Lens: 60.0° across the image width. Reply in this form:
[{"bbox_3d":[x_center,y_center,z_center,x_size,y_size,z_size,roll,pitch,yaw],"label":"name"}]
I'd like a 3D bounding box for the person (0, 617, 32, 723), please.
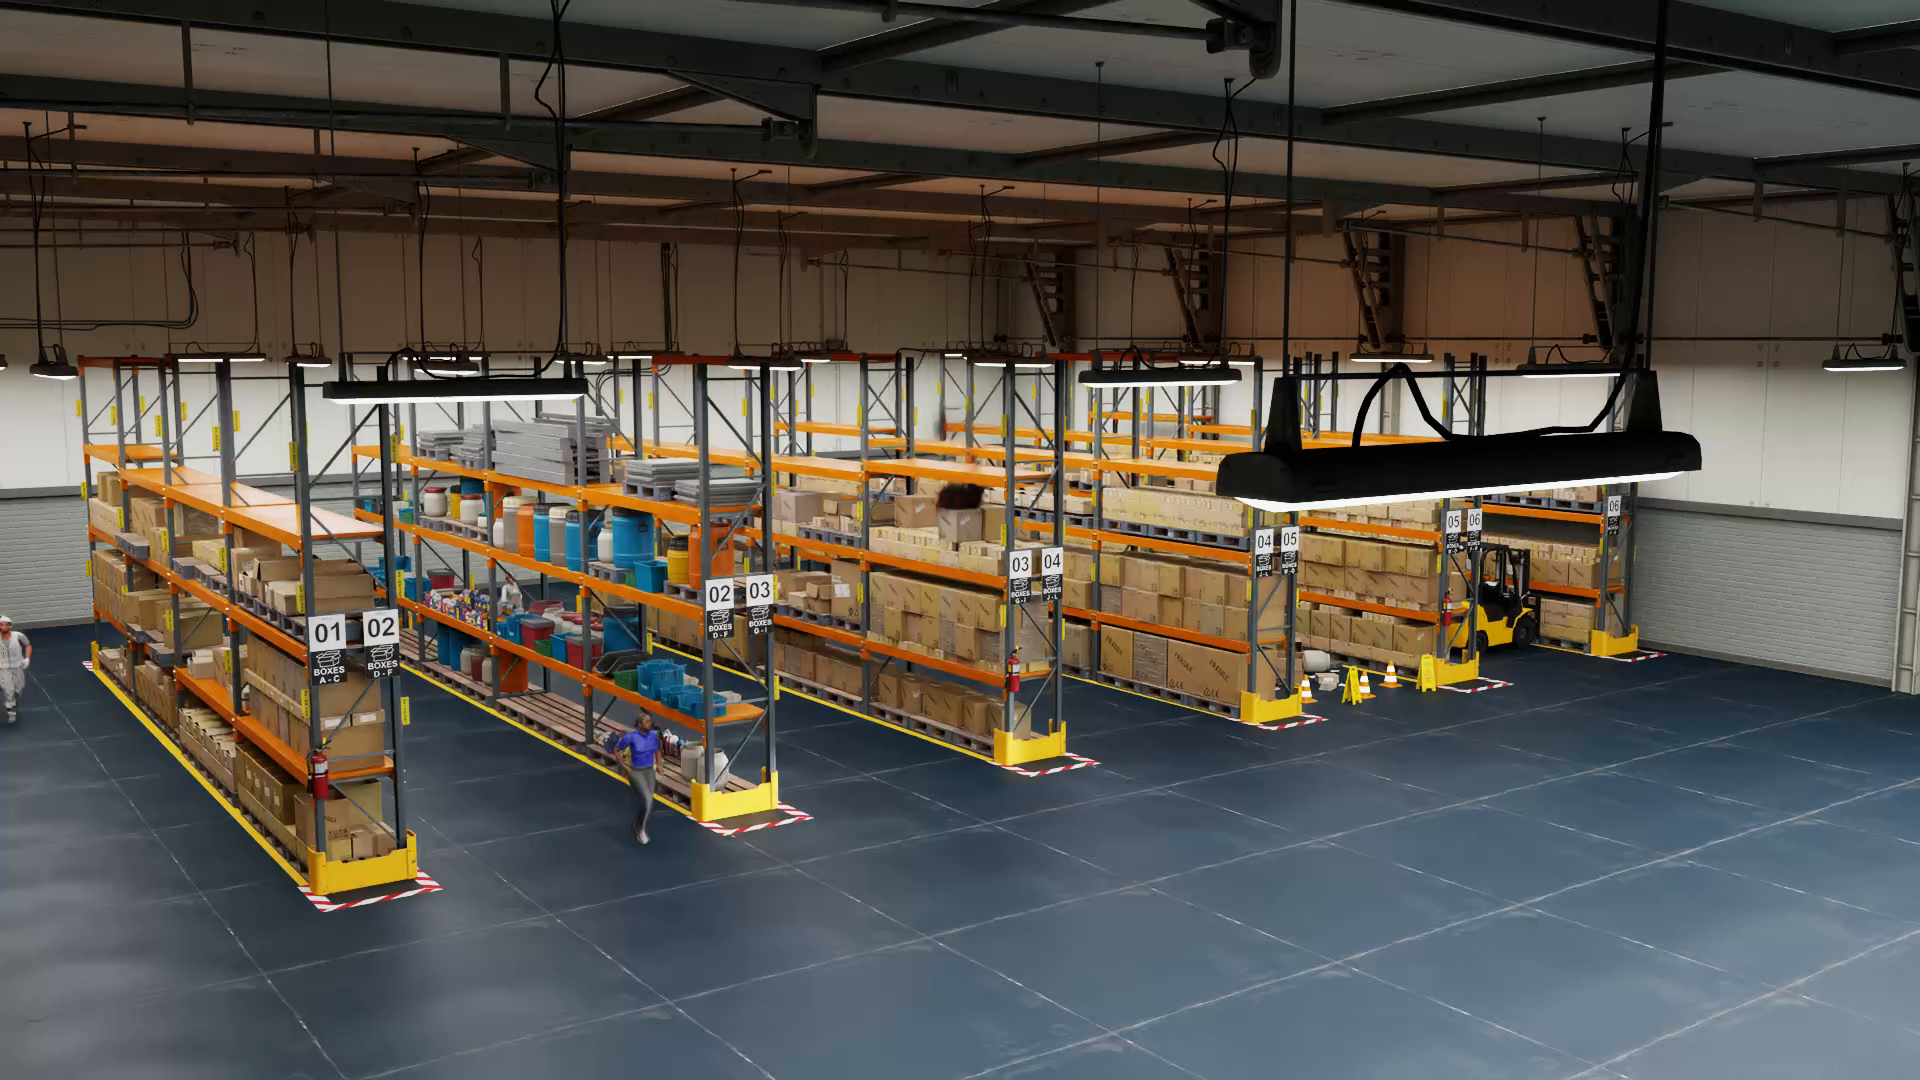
[{"bbox_3d":[-15.791,2.126,27.642,0.655,1.764,0.678,-4,8,-30],"label":"person"}]

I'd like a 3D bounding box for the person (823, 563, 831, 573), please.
[{"bbox_3d":[-3.146,0.411,41.731,0.876,1.806,0.764,4,8,30],"label":"person"}]

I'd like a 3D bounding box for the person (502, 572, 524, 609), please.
[{"bbox_3d":[-9.073,1.435,33.837,0.511,1.570,0.636,-5,9,-37],"label":"person"}]

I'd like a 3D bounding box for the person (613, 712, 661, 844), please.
[{"bbox_3d":[-3.997,2.991,20.965,0.628,1.647,0.590,7,10,43],"label":"person"}]
